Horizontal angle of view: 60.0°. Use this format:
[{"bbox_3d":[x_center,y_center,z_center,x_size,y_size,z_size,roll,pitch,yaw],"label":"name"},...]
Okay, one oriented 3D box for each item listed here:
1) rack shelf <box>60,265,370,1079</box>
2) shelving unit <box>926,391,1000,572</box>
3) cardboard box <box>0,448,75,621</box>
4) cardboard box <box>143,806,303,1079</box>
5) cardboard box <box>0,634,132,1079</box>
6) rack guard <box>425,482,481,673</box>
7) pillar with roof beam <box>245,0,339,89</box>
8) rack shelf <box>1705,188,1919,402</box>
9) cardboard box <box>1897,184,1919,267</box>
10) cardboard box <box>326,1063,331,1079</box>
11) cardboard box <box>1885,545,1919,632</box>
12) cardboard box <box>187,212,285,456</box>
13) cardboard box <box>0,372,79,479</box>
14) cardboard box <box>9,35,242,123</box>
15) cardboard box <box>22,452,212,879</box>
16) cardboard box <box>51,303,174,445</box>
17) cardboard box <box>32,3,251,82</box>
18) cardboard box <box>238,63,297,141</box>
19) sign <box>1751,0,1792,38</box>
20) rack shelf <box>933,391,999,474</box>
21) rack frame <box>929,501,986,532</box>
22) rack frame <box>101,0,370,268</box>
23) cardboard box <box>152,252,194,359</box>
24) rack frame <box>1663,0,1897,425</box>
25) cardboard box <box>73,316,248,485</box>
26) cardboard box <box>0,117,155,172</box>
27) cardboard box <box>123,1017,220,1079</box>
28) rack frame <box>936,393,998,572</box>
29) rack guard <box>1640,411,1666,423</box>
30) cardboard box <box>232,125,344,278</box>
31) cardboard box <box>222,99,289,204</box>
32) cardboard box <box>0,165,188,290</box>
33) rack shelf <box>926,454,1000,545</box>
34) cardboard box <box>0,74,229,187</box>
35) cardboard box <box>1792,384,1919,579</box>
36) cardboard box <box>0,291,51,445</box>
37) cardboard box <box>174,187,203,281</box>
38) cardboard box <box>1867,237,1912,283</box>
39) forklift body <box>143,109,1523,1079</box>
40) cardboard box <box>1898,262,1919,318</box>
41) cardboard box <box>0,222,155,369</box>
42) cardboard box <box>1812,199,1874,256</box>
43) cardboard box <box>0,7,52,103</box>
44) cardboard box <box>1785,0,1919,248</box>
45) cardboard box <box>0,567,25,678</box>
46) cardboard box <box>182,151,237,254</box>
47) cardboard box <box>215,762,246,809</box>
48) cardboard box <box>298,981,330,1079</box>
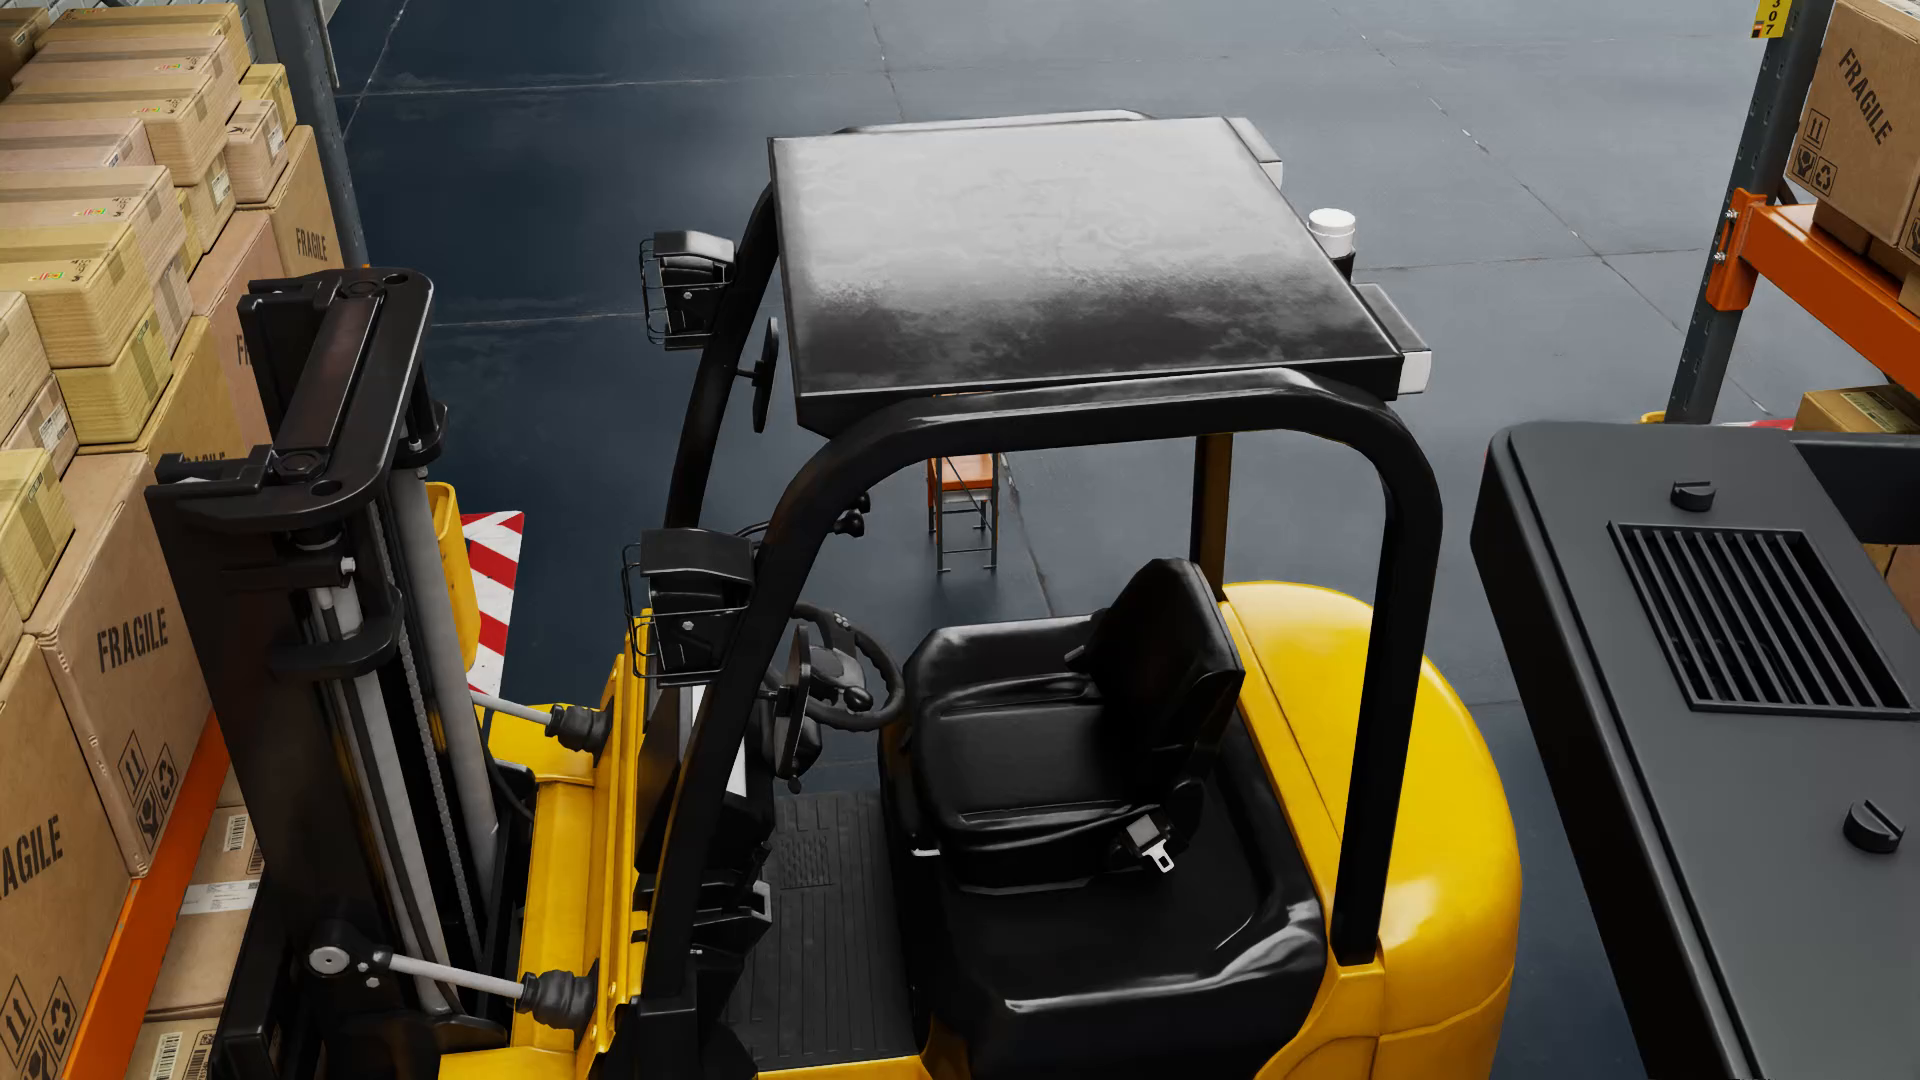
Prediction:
[{"bbox_3d":[-1.837,0.557,2.907,1.077,0.370,4.000,-4,35,-6],"label":"rack shelf"},{"bbox_3d":[0.007,-0.404,5.411,0.215,1.050,0.252,-4,35,-6],"label":"shelving unit"},{"bbox_3d":[-1.539,0.005,2.415,0.380,0.149,0.250,-5,35,-7],"label":"cardboard box"},{"bbox_3d":[-1.522,0.776,3.129,0.500,0.250,0.500,-5,35,-7],"label":"cardboard box"},{"bbox_3d":[-1.525,0.496,2.270,0.500,0.500,0.500,-5,35,-7],"label":"cardboard box"},{"bbox_3d":[-2.109,0.164,5.066,1.175,0.500,0.348,-4,35,-6],"label":"rack guard"},{"bbox_3d":[0.553,-6.552,7.374,9.100,9.000,0.400,-4,35,-6],"label":"pillar with roof beam"},{"bbox_3d":[3.081,0.179,3.462,1.077,0.370,4.000,-4,35,-6],"label":"rack shelf"},{"bbox_3d":[2.674,-0.824,3.943,0.500,0.500,0.500,-3,34,-5],"label":"cardboard box"},{"bbox_3d":[-1.522,1.191,3.407,0.500,0.250,0.500,-3,34,-5],"label":"cardboard box"},{"bbox_3d":[2.725,0.195,4.204,0.500,0.500,0.500,-6,35,-8],"label":"cardboard box"},{"bbox_3d":[-1.719,-0.352,3.515,0.500,0.500,0.500,-3,34,-5],"label":"cardboard box"},{"bbox_3d":[-1.641,-0.133,2.617,0.380,0.149,0.250,-5,35,-7],"label":"cardboard box"},{"bbox_3d":[-1.785,-0.969,3.579,0.380,0.149,0.250,-4,35,-6],"label":"cardboard box"},{"bbox_3d":[-1.571,0.213,2.685,0.500,0.500,0.500,-4,34,-6],"label":"cardboard box"},{"bbox_3d":[-1.585,-0.279,2.831,0.380,0.149,0.250,-4,34,-6],"label":"cardboard box"},{"bbox_3d":[-1.849,-1.104,3.778,0.380,0.149,0.250,-4,35,-6],"label":"cardboard box"},{"bbox_3d":[-1.782,-0.993,3.879,0.380,0.149,0.250,-4,34,-6],"label":"cardboard box"},{"bbox_3d":[2.274,-1.551,4.593,0.100,0.325,0.005,-4,35,-6],"label":"sign"},{"bbox_3d":[0.007,-0.395,5.416,0.215,0.259,0.240,-4,35,-6],"label":"rack shelf"},{"bbox_3d":[-0.009,-0.472,5.510,0.200,1.050,0.008,-4,35,-6],"label":"rack frame"},{"bbox_3d":[-2.106,-0.856,4.342,1.000,3.000,0.127,-4,35,-6],"label":"rack frame"},{"bbox_3d":[-1.639,-0.419,3.036,0.380,0.149,0.250,-5,35,-8],"label":"cardboard box"},{"bbox_3d":[2.812,-1.234,4.897,1.000,3.000,0.127,-4,35,-6],"label":"rack frame"},{"bbox_3d":[-1.650,-0.066,3.095,0.500,0.500,0.500,-5,35,-7],"label":"cardboard box"},{"bbox_3d":[-1.763,-0.681,3.156,0.380,0.149,0.250,-4,34,-6],"label":"cardboard box"},{"bbox_3d":[-1.459,1.069,2.698,0.500,0.250,0.500,-3,34,-5],"label":"cardboard box"},{"bbox_3d":[0.024,-0.336,5.311,0.200,1.050,0.008,-4,35,-6],"label":"rack frame"},{"bbox_3d":[2.822,-0.159,5.539,1.175,0.500,0.348,-4,35,-6],"label":"rack guard"},{"bbox_3d":[-1.780,-0.643,3.940,0.500,0.500,0.500,-5,35,-7],"label":"cardboard box"},{"bbox_3d":[-1.718,-0.853,3.673,0.380,0.149,0.250,-4,34,-6],"label":"cardboard box"},{"bbox_3d":[-1.618,-0.544,2.955,0.380,0.149,0.250,-4,34,-5],"label":"cardboard box"},{"bbox_3d":[0.007,-0.166,5.573,0.215,0.259,0.240,-4,35,-6],"label":"rack shelf"},{"bbox_3d":[-1.723,-0.825,3.368,0.380,0.149,0.250,-4,34,-5],"label":"cardboard box"},{"bbox_3d":[2.650,-0.097,4.631,0.500,0.500,0.500,-5,35,-8],"label":"cardboard box"},{"bbox_3d":[-1.637,-0.249,2.523,0.380,0.149,0.250,-4,34,-6],"label":"cardboard box"},{"bbox_3d":[-1.722,-0.564,3.249,0.380,0.149,0.250,-5,35,-7],"label":"cardboard box"},{"bbox_3d":[2.701,-0.785,4.461,0.380,0.149,0.250,-4,34,-6],"label":"cardboard box"},{"bbox_3d":[-0.043,0.415,3.231,2.313,2.155,1.214,-4,35,-6],"label":"forklift body"},{"bbox_3d":[2.656,-0.631,4.235,0.380,0.149,0.250,-5,35,-8],"label":"cardboard box"},{"bbox_3d":[-1.578,-0.400,2.744,0.380,0.149,0.250,-4,34,-5],"label":"cardboard box"},{"bbox_3d":[2.653,-0.925,4.667,0.380,0.149,0.250,-4,35,-6],"label":"cardboard box"},{"bbox_3d":[-2.273,-1.085,3.749,0.380,0.149,0.250,-5,35,-7],"label":"cardboard box"},{"bbox_3d":[2.601,-1.113,4.366,0.500,0.500,0.500,-5,35,-7],"label":"cardboard box"},{"bbox_3d":[-1.494,0.153,2.198,0.380,0.149,0.250,-5,35,-8],"label":"cardboard box"},{"bbox_3d":[-1.744,-0.703,3.454,0.380,0.149,0.250,-4,34,-5],"label":"cardboard box"},{"bbox_3d":[-1.583,0.492,3.545,0.500,0.250,0.500,-4,34,-6],"label":"cardboard box"},{"bbox_3d":[-1.520,0.995,3.251,0.500,0.250,0.500,-4,35,-7],"label":"cardboard box"}]
